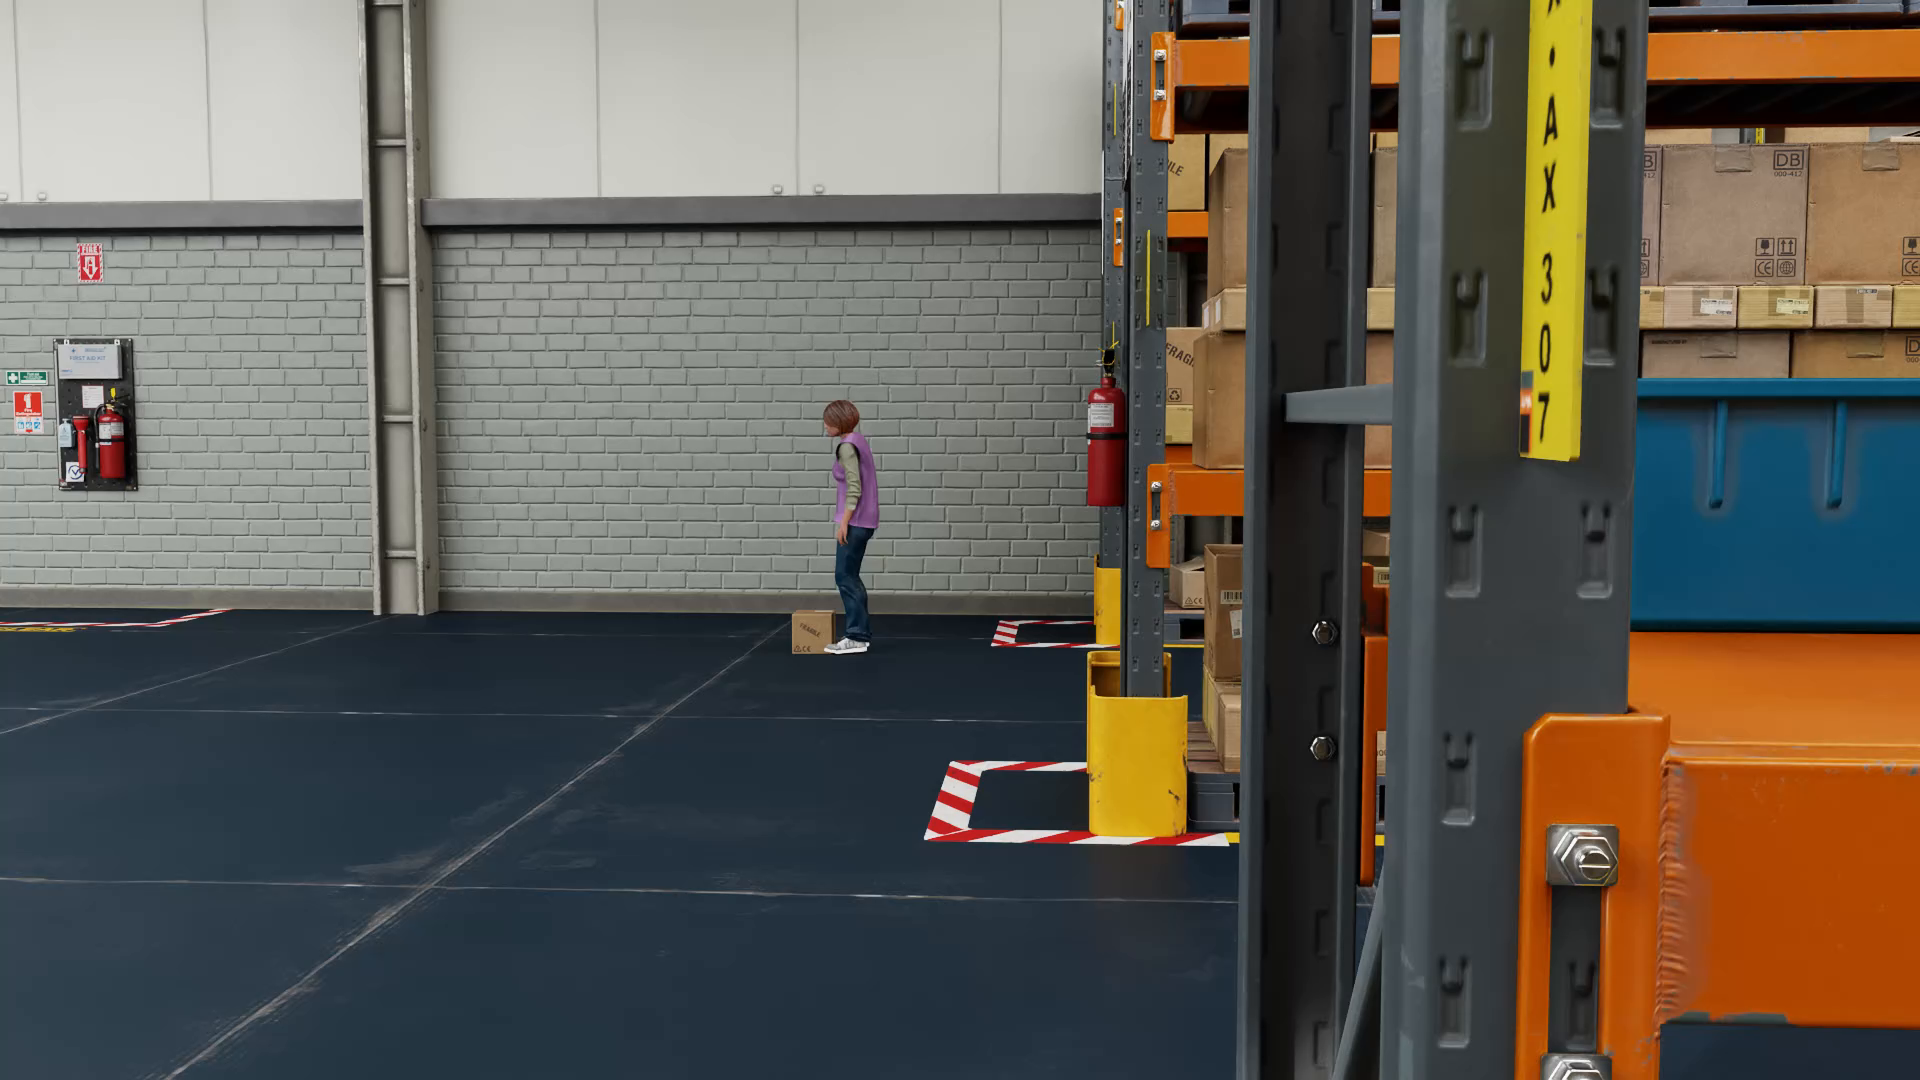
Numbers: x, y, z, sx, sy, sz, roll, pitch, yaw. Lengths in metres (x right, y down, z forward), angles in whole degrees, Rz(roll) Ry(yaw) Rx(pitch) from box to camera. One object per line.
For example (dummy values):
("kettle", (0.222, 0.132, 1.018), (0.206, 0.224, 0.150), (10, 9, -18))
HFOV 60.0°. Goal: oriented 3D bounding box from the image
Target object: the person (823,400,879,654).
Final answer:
("person", (-0.684, -0.066, 10.511), (0.345, 1.552, 0.460), (0, 4, 2))
